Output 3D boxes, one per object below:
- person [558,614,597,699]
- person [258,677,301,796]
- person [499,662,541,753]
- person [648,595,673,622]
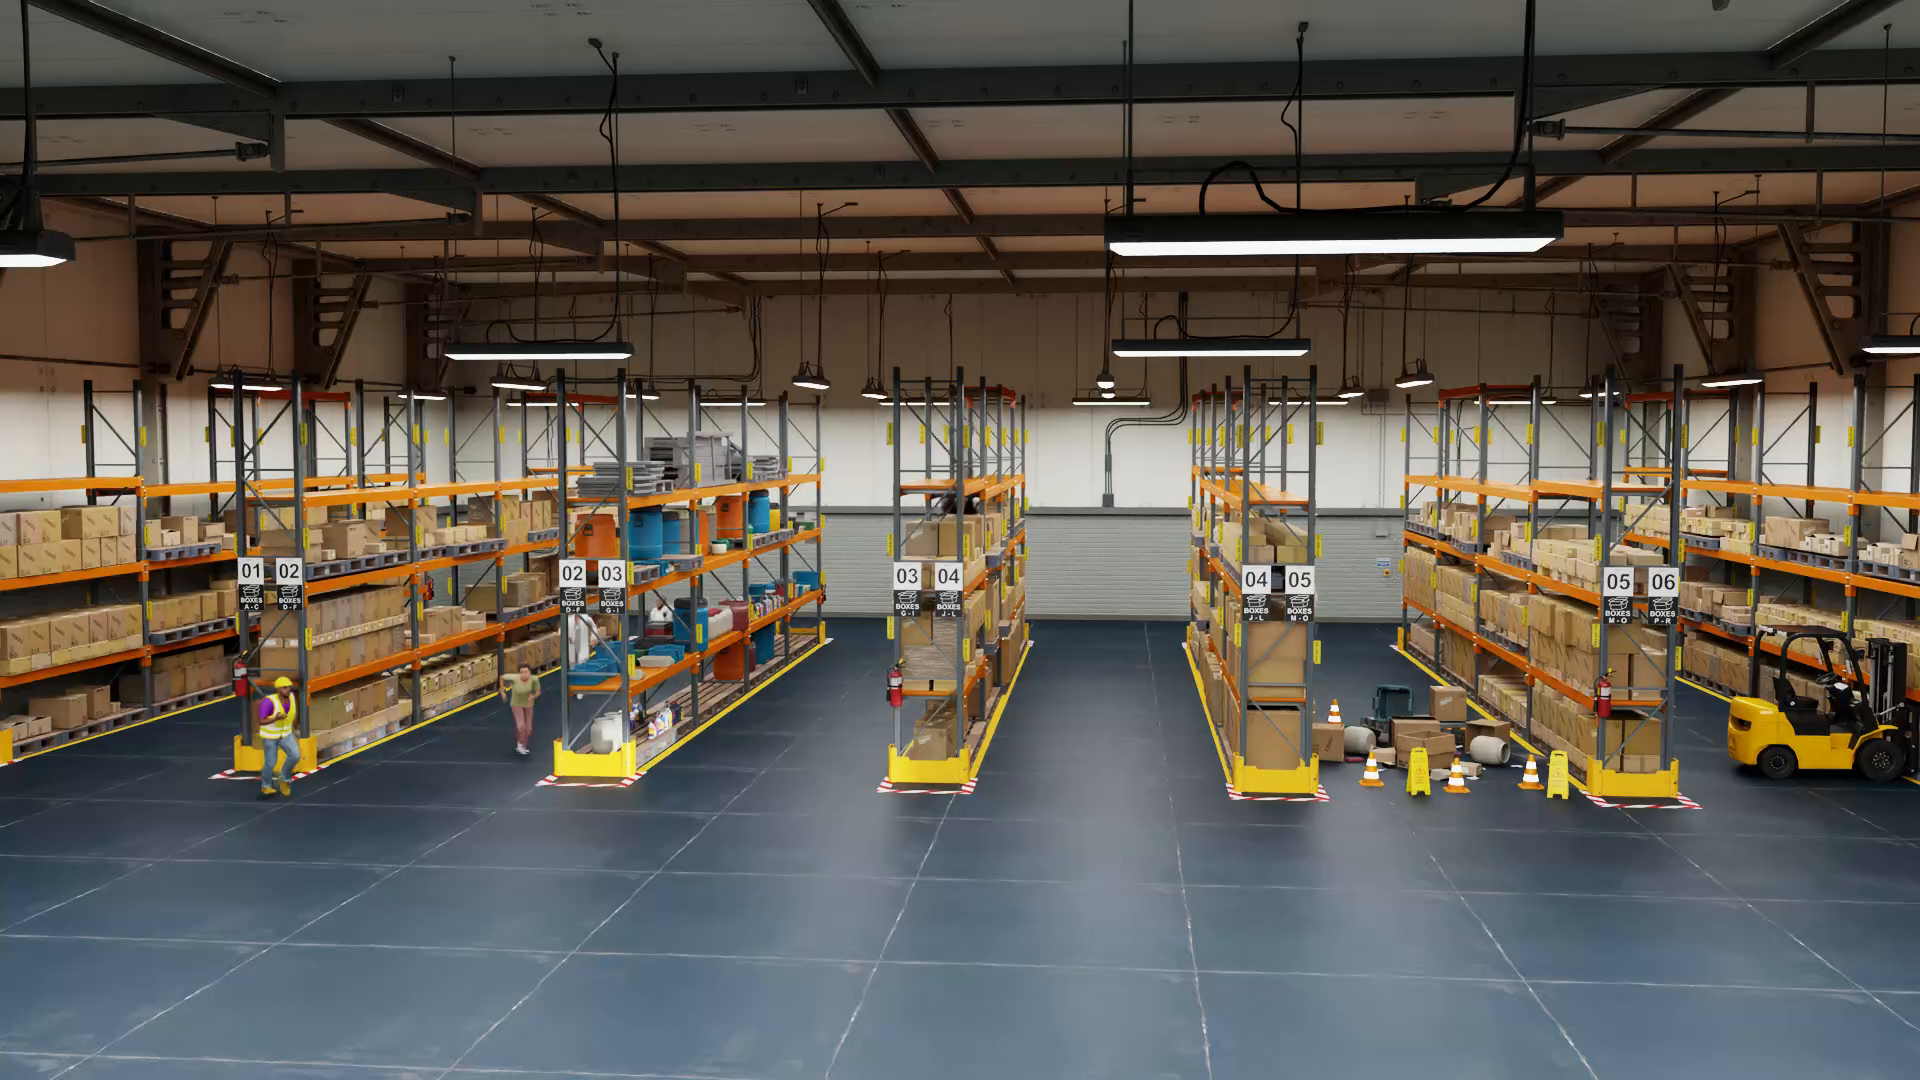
[{"bbox_3d":[-7.369,2.123,32.065,0.732,1.789,0.925,-1,4,-11],"label":"person"},{"bbox_3d":[-9.386,2.704,22.915,0.883,1.684,0.676,3,5,40],"label":"person"},{"bbox_3d":[-6.861,2.628,25.953,0.609,1.503,0.862,-1,4,-23],"label":"person"},{"bbox_3d":[-6.170,1.995,34.537,0.678,1.752,0.674,1,4,15],"label":"person"}]
